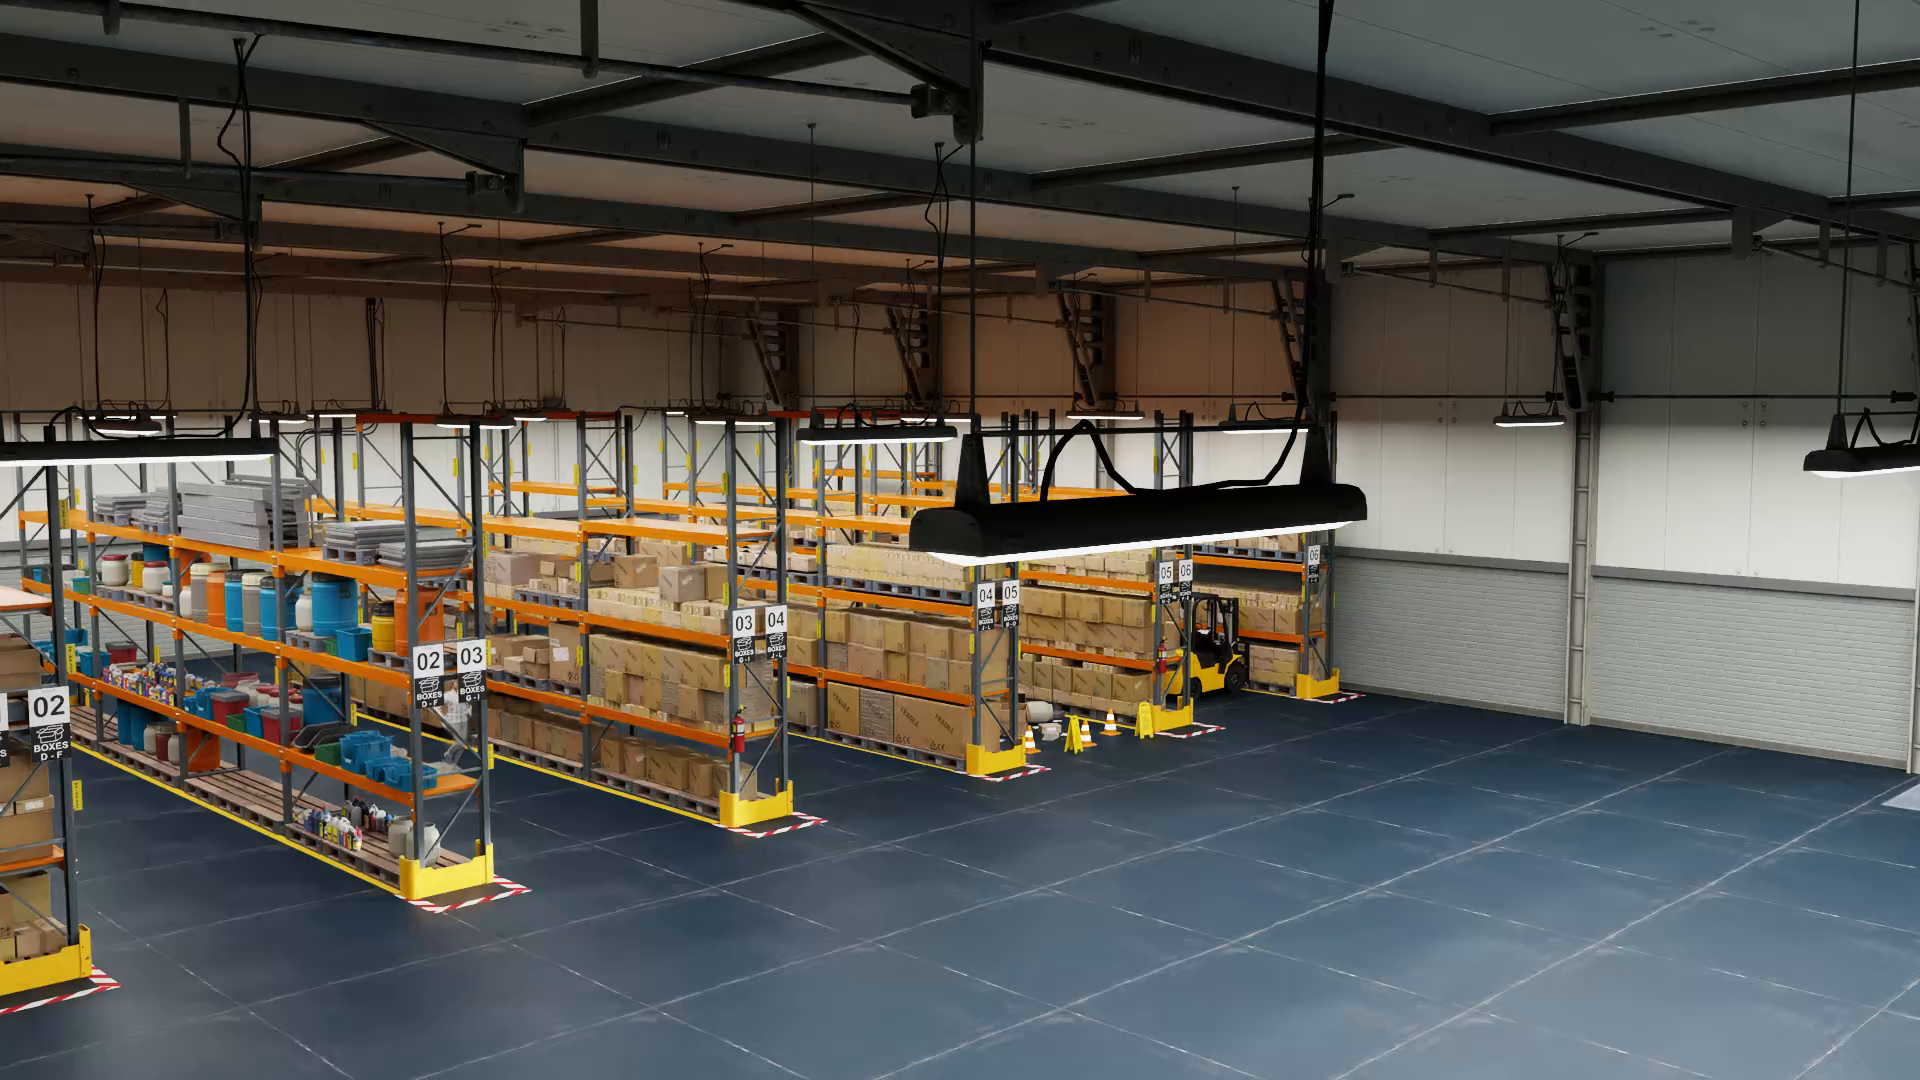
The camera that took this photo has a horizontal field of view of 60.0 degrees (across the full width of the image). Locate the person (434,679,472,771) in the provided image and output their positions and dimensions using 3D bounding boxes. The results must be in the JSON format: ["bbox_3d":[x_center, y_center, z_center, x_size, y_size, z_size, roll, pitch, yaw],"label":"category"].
[{"bbox_3d":[-8.421,3.074,27.921,0.562,1.657,0.599,4,6,36],"label":"person"}]

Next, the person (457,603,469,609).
[{"bbox_3d":[-11.774,2.104,39.415,0.616,1.651,0.723,2,5,18],"label":"person"}]
